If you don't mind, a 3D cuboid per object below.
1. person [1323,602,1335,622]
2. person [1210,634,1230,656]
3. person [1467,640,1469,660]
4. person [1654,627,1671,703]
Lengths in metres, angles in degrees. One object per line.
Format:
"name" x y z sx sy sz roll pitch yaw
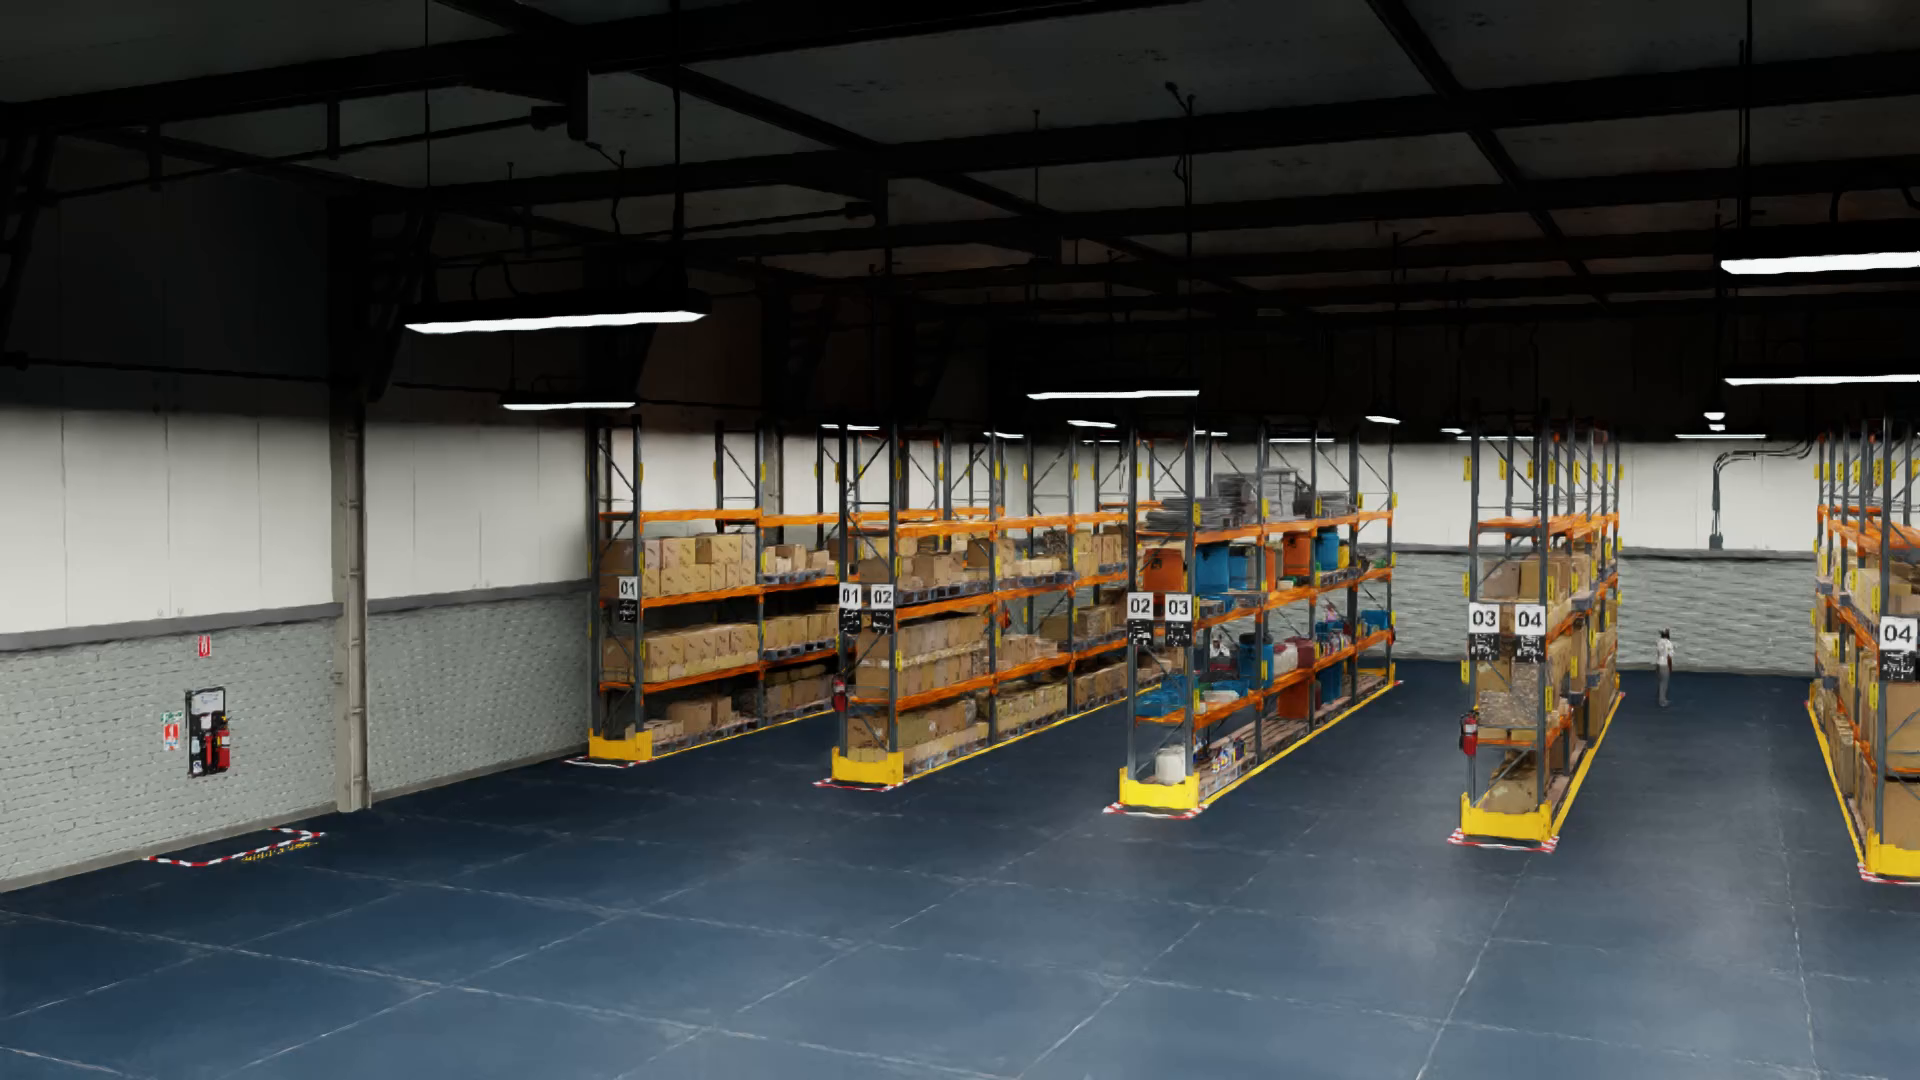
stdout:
"person" 9.689 2.086 43.634 0.434 0.923 0.316 -1 3 -23
"person" 5.289 2.742 34.143 0.540 1.676 1.120 1 3 23
"person" 11.804 2.578 37.826 0.547 1.736 1.043 1 3 24
"person" 14.994 2.656 35.454 0.306 1.598 0.503 0 2 -5
